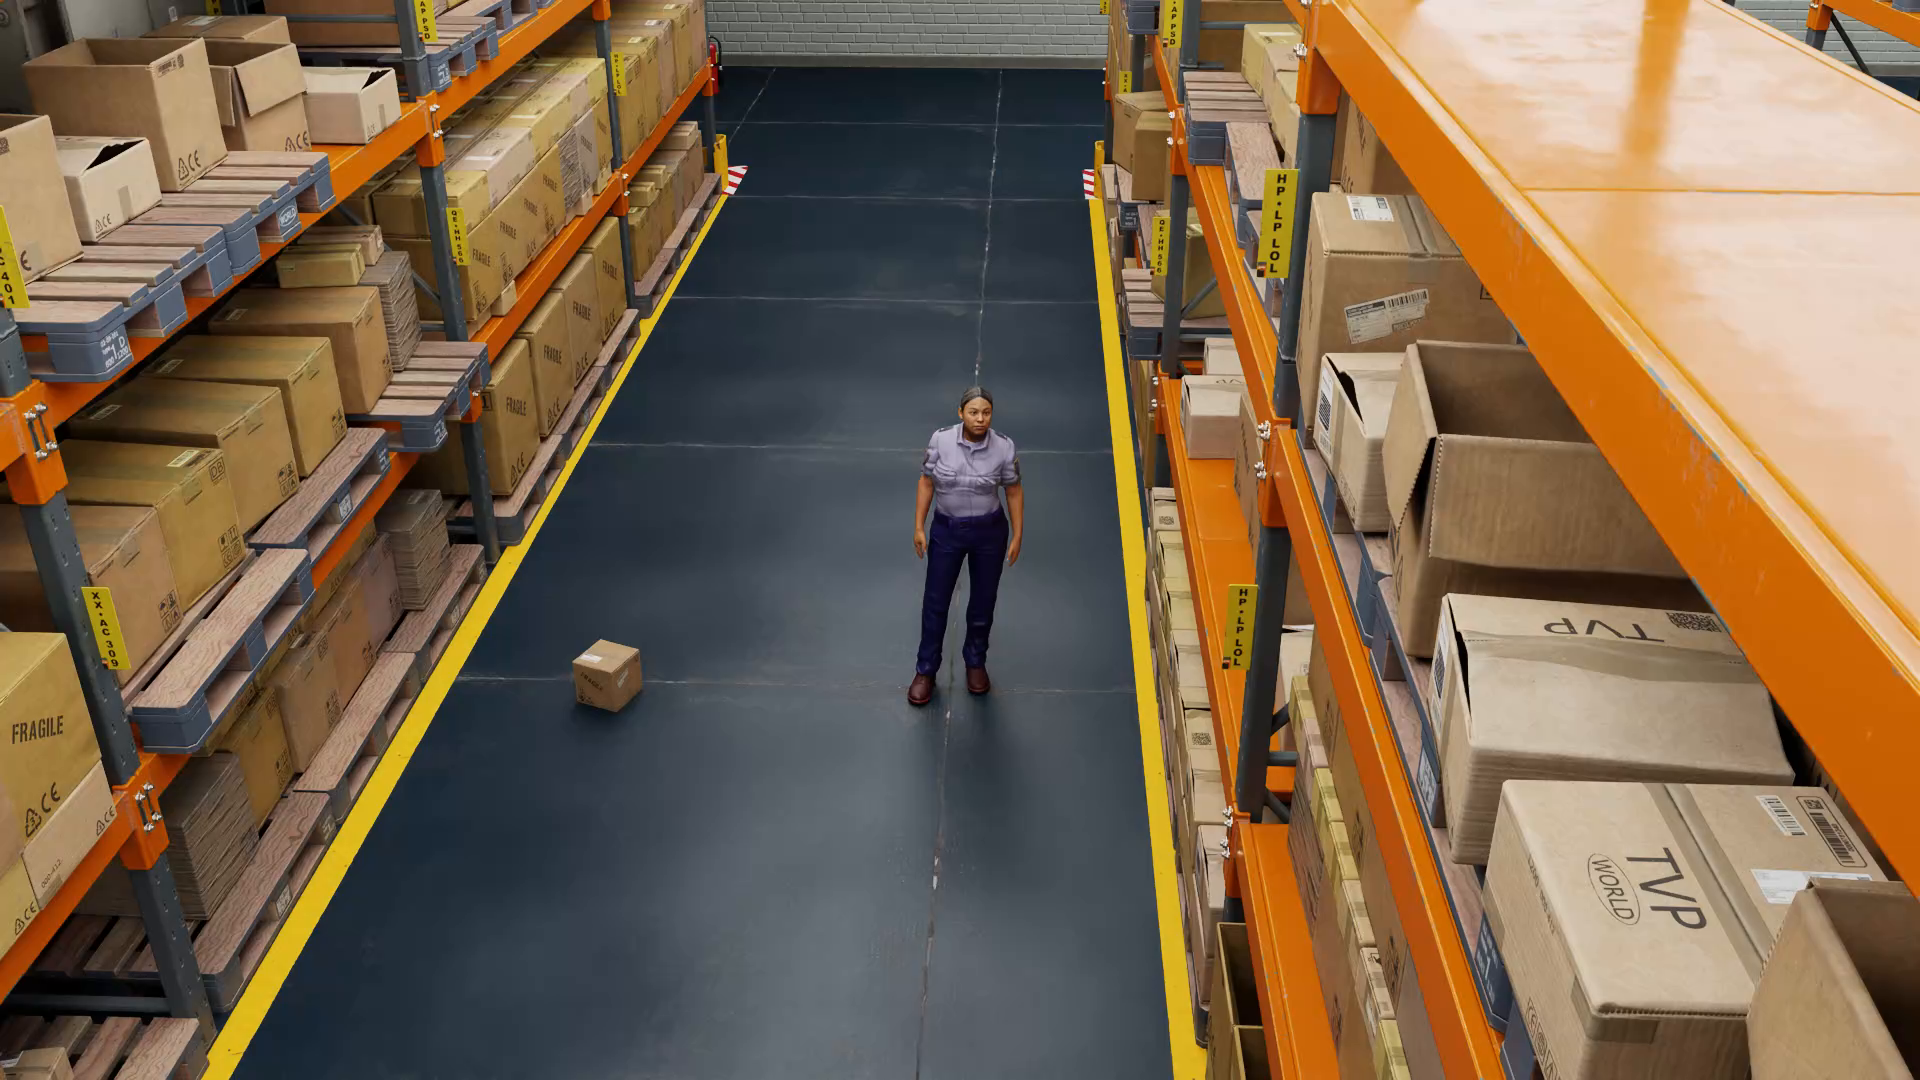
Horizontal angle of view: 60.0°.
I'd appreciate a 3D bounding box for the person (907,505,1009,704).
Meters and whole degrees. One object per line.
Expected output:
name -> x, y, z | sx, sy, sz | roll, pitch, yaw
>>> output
person -> -0.011, 0.303, 8.706 | 0.525, 1.034, 0.501 | 1, 28, 1
